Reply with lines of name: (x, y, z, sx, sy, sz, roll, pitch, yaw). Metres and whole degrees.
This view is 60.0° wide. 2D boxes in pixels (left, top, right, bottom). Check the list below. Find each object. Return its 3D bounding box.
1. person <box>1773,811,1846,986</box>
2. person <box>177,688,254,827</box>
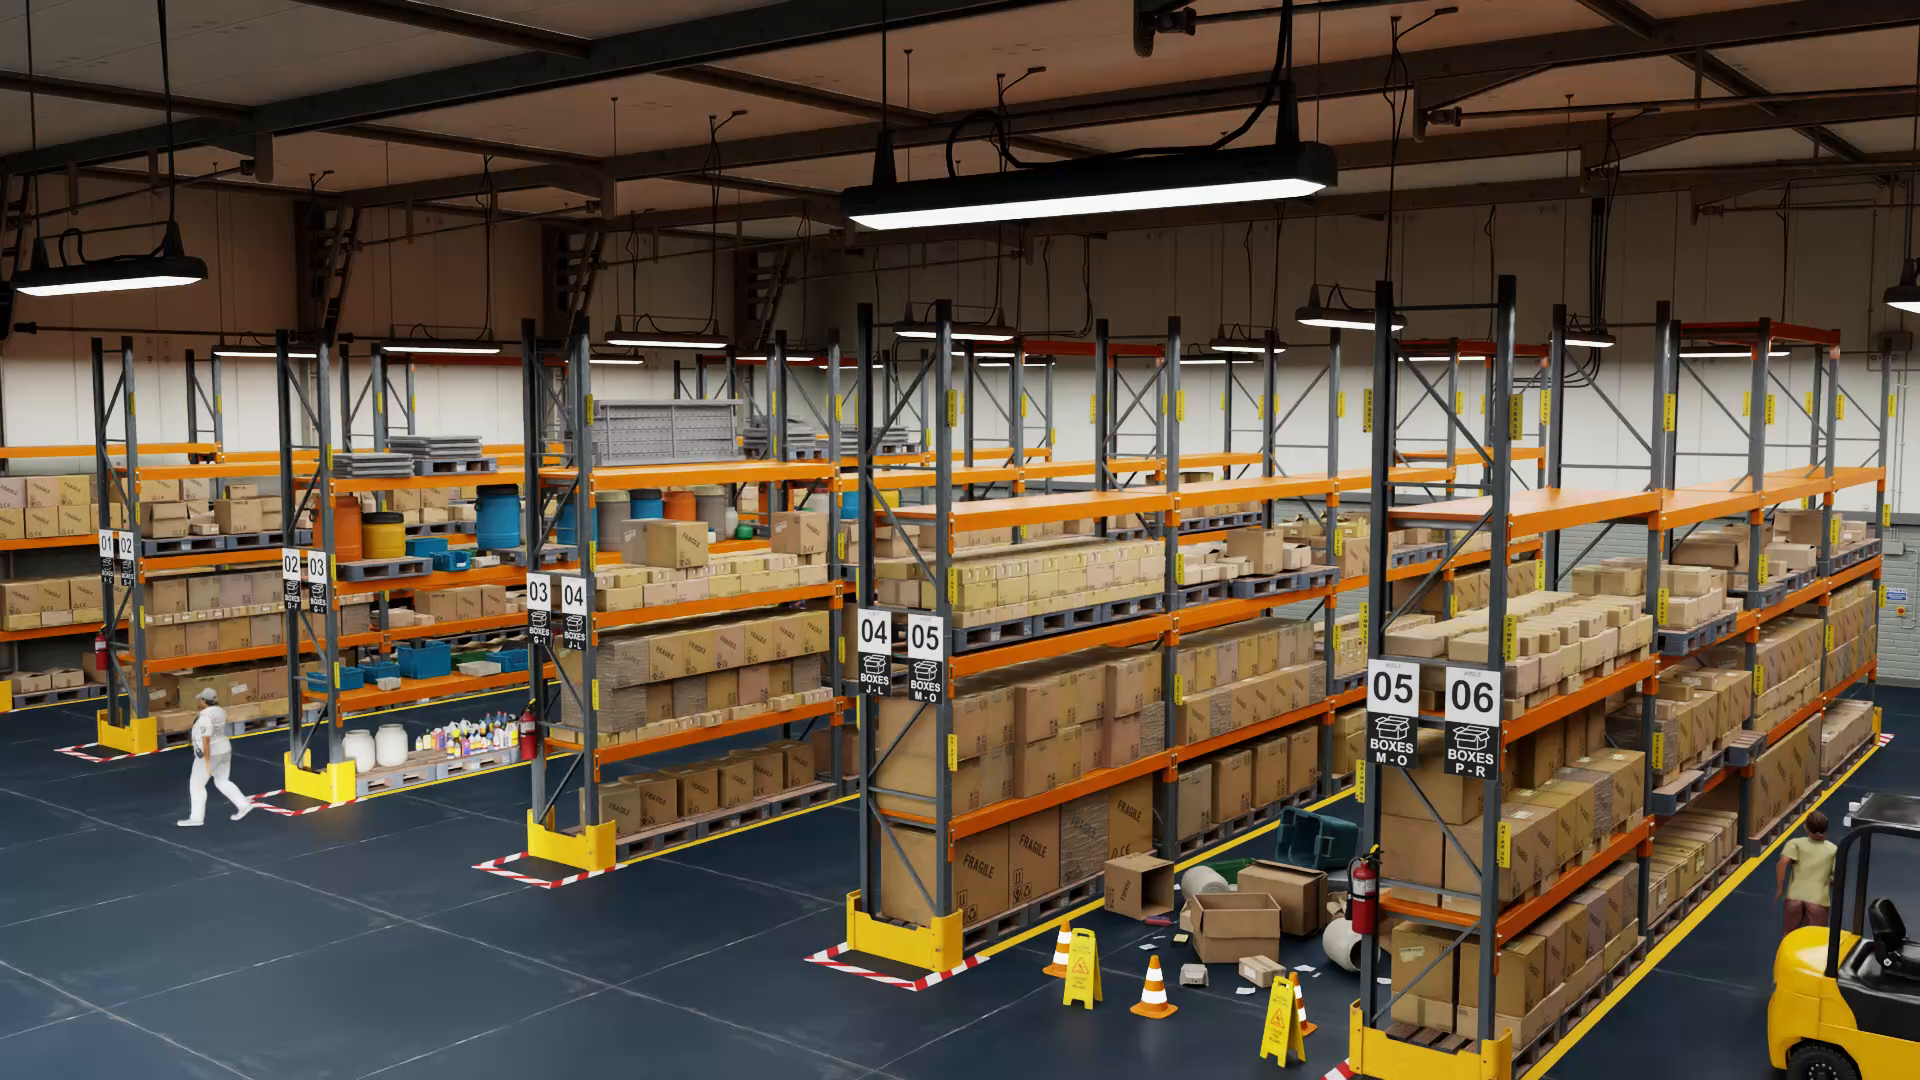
person: (7.346, 3.142, 14.397, 0.519, 1.562, 0.696, 4, 6, 39)
person: (-8.975, 2.598, 20.004, 0.787, 1.646, 0.480, 1, 5, 8)
